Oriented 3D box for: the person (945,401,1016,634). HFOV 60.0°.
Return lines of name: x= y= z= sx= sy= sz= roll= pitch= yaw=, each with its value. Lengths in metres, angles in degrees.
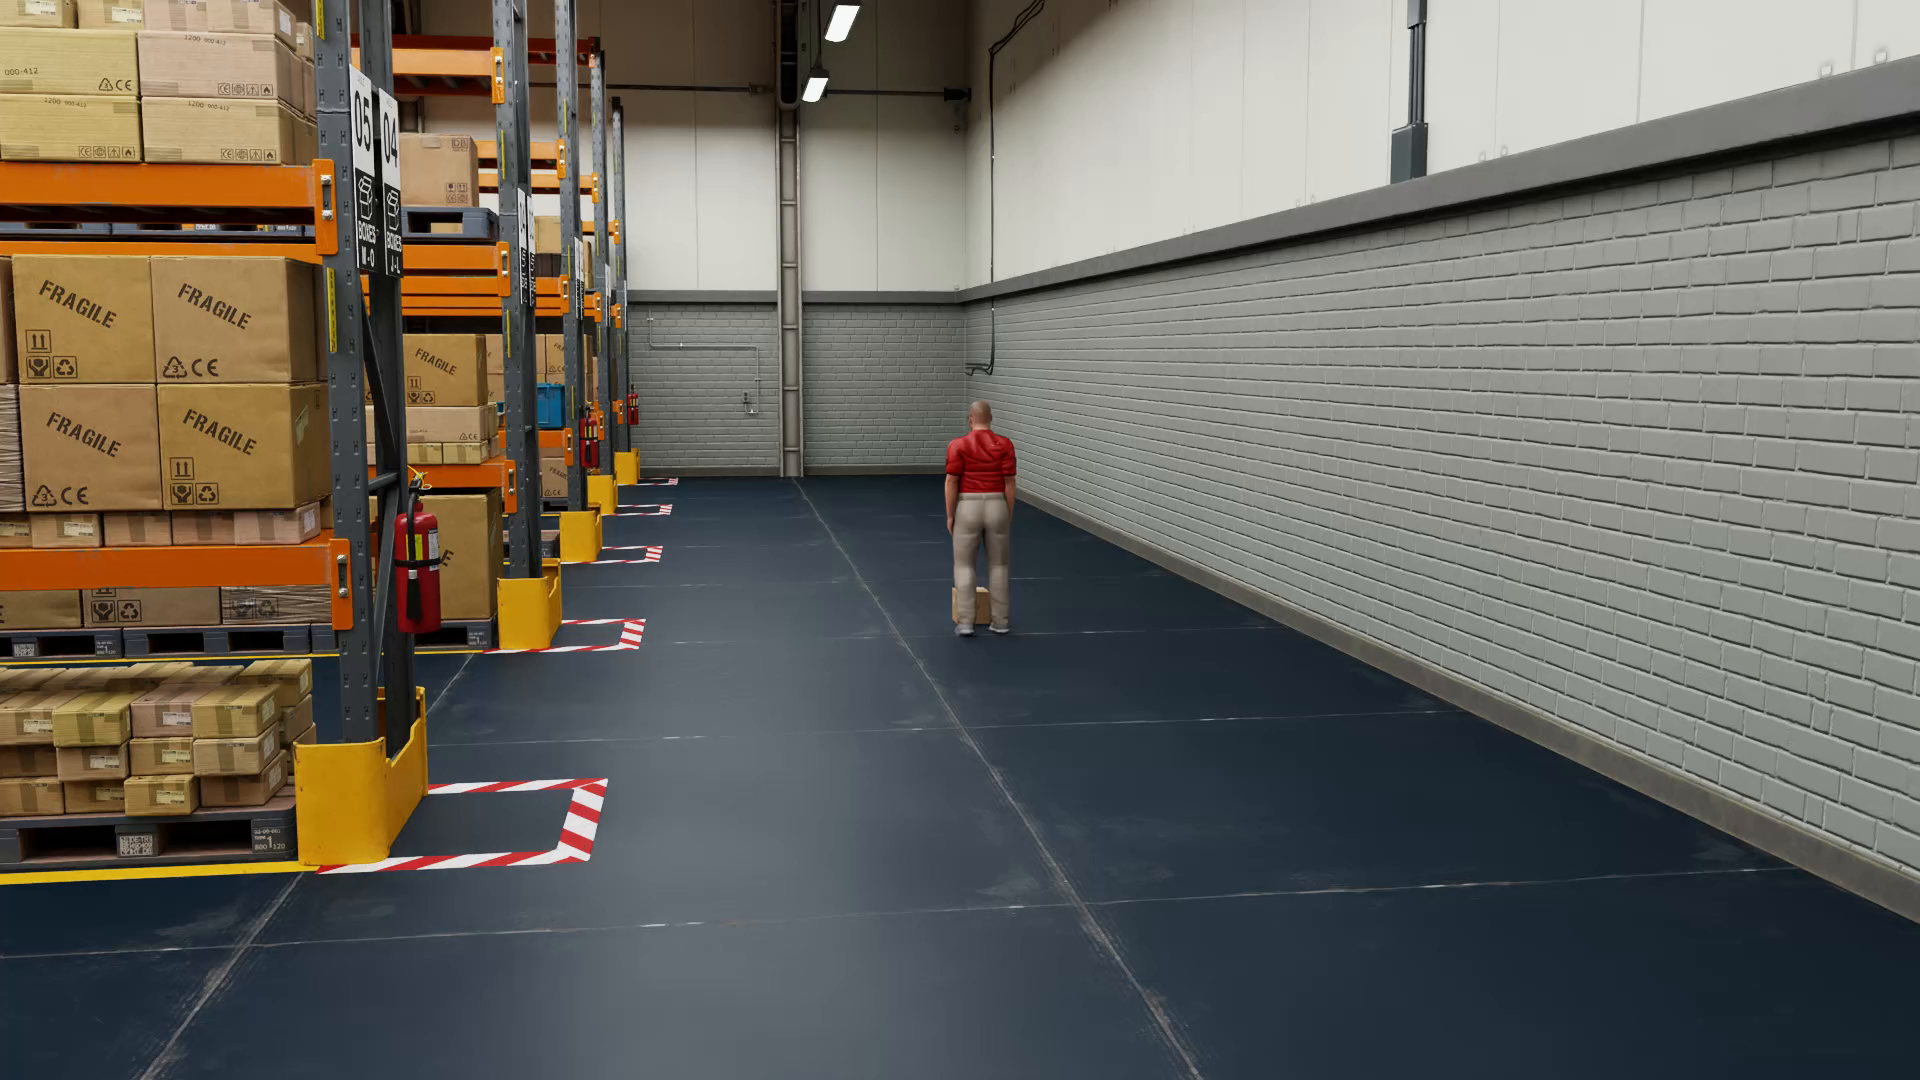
person: x=0.143 y=-0.159 z=12.306 sx=0.527 sy=1.739 sz=0.363 roll=-1 pitch=6 yaw=-7
